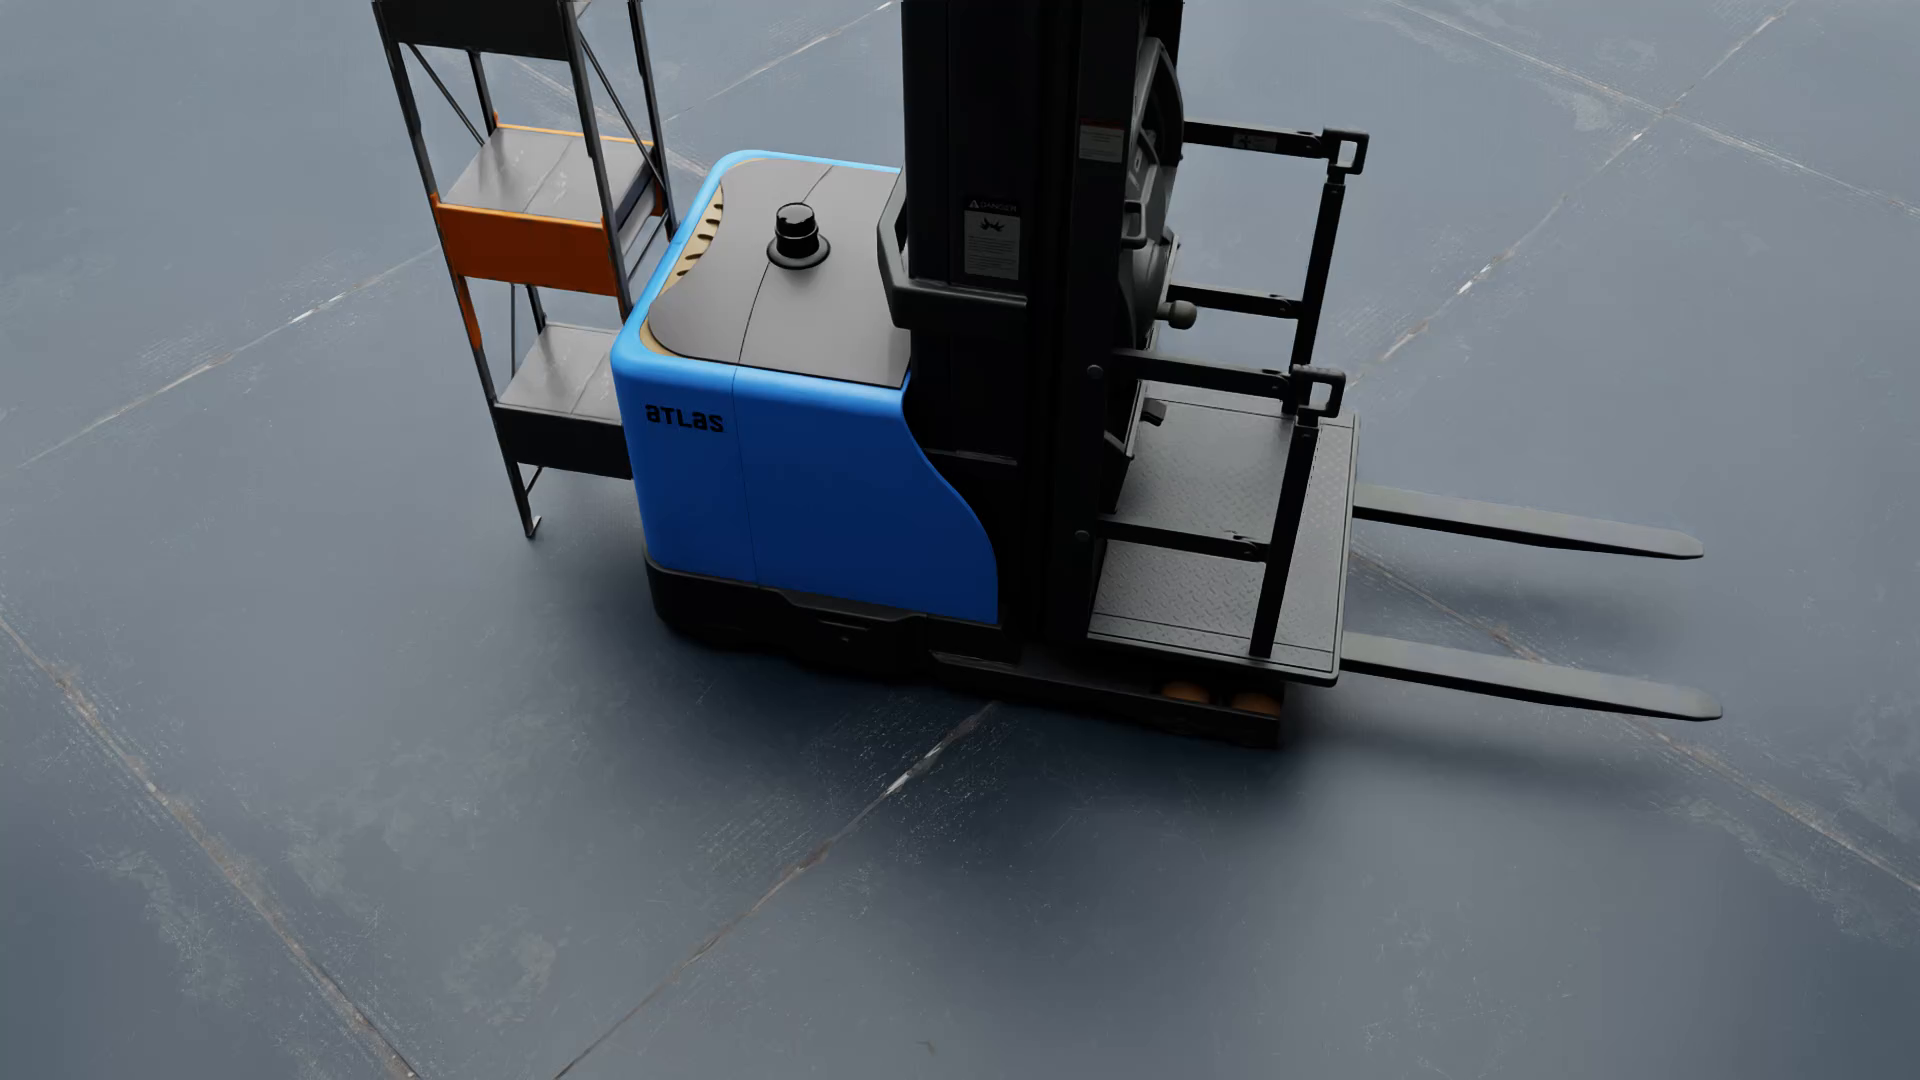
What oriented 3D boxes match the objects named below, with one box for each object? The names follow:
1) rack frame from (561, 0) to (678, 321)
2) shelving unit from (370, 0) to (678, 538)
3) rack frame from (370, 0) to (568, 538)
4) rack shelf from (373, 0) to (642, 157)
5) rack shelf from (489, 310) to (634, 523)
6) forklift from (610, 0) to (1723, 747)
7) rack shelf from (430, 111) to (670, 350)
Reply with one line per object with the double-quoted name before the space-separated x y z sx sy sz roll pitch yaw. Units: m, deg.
"rack frame" -0.855 -0.796 4.550 0.015 2.100 0.400 9 47 9
"shelving unit" -1.093 -0.833 4.588 0.503 2.100 0.431 9 47 9
"rack frame" -1.332 -0.870 4.626 0.015 2.100 0.400 9 47 9
"rack shelf" -1.101 -1.304 4.089 0.480 0.518 0.431 9 47 9
"rack shelf" -1.086 -0.343 5.107 0.480 0.518 0.431 9 47 9
"forklift" 0.656 -0.847 4.035 3.031 2.935 1.130 9 47 9
"rack shelf" -1.093 -0.824 4.598 0.480 0.518 0.431 9 47 9
